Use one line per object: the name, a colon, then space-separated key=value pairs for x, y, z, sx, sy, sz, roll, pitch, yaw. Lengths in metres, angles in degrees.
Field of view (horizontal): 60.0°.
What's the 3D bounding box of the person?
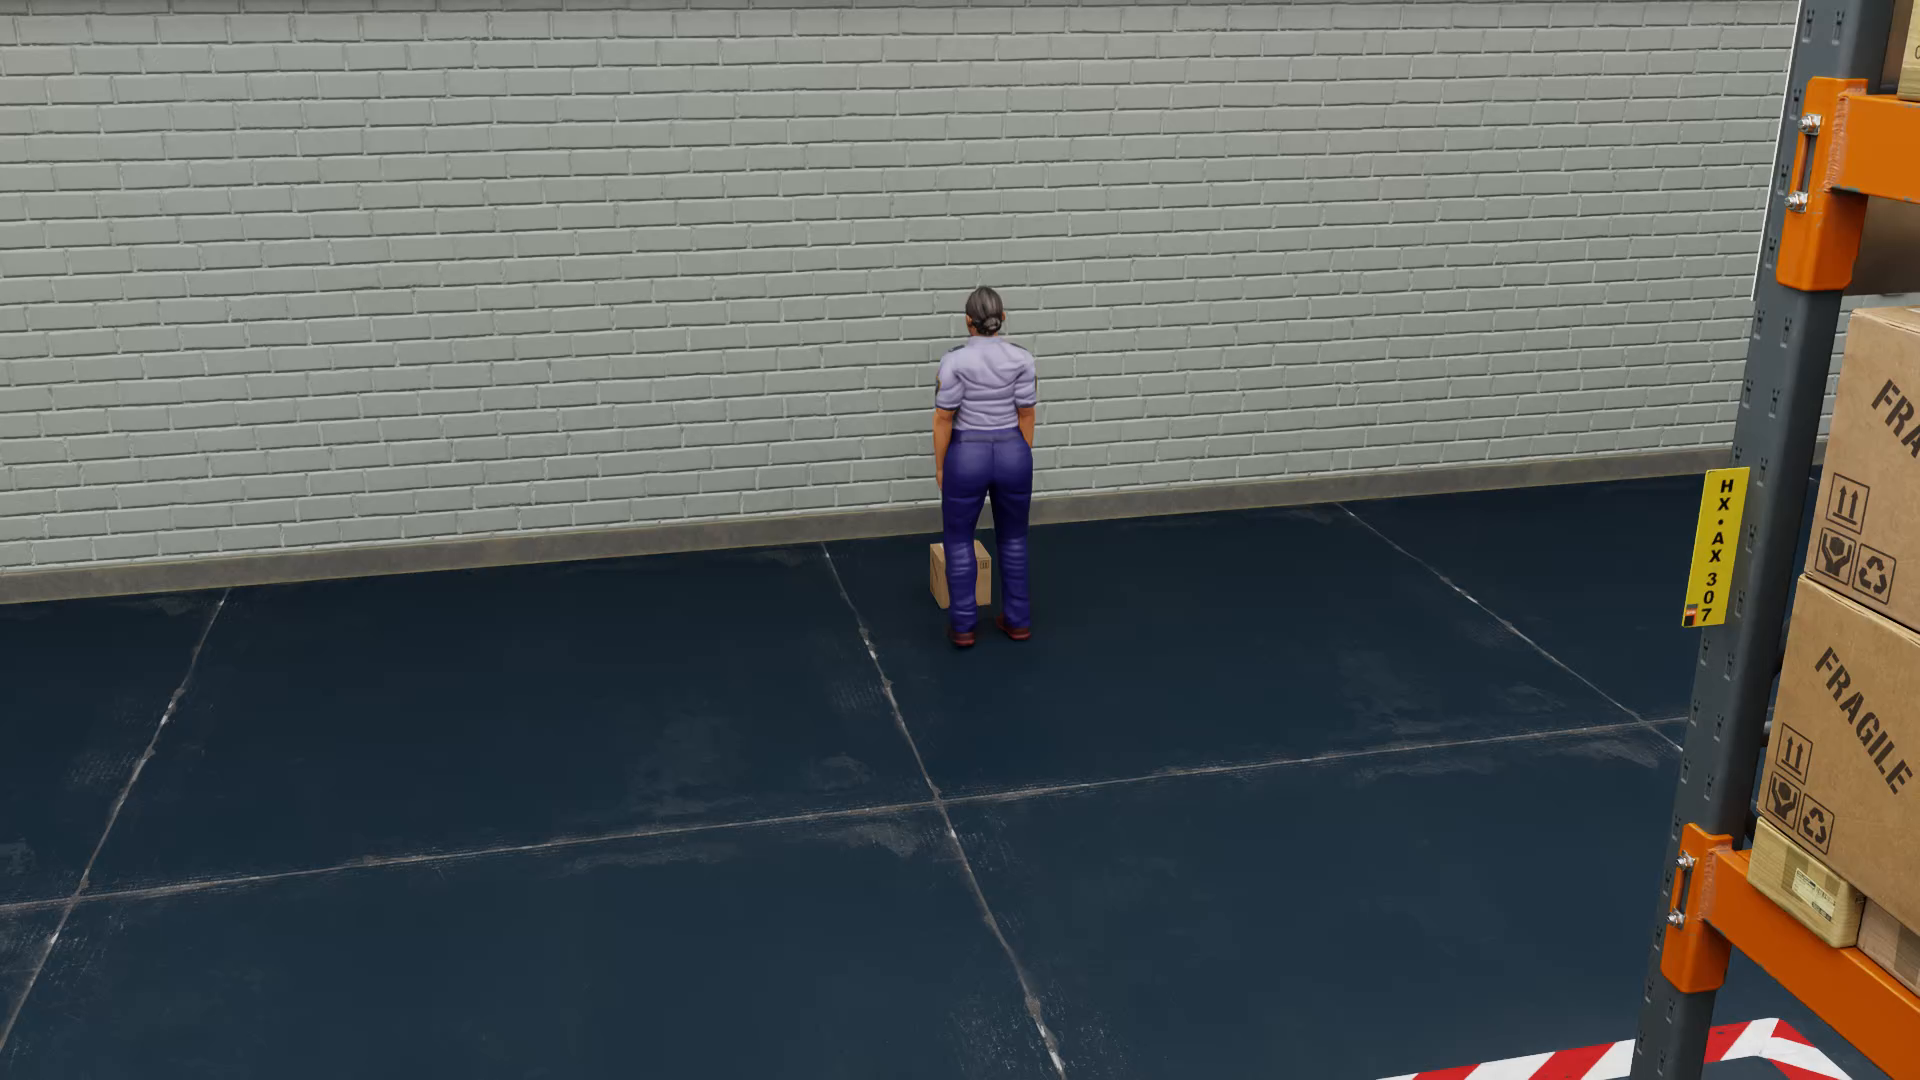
person: x=0.102 y=-0.328 z=7.521 sx=0.467 sy=1.648 sz=0.343 roll=-4 pitch=20 yaw=-11
